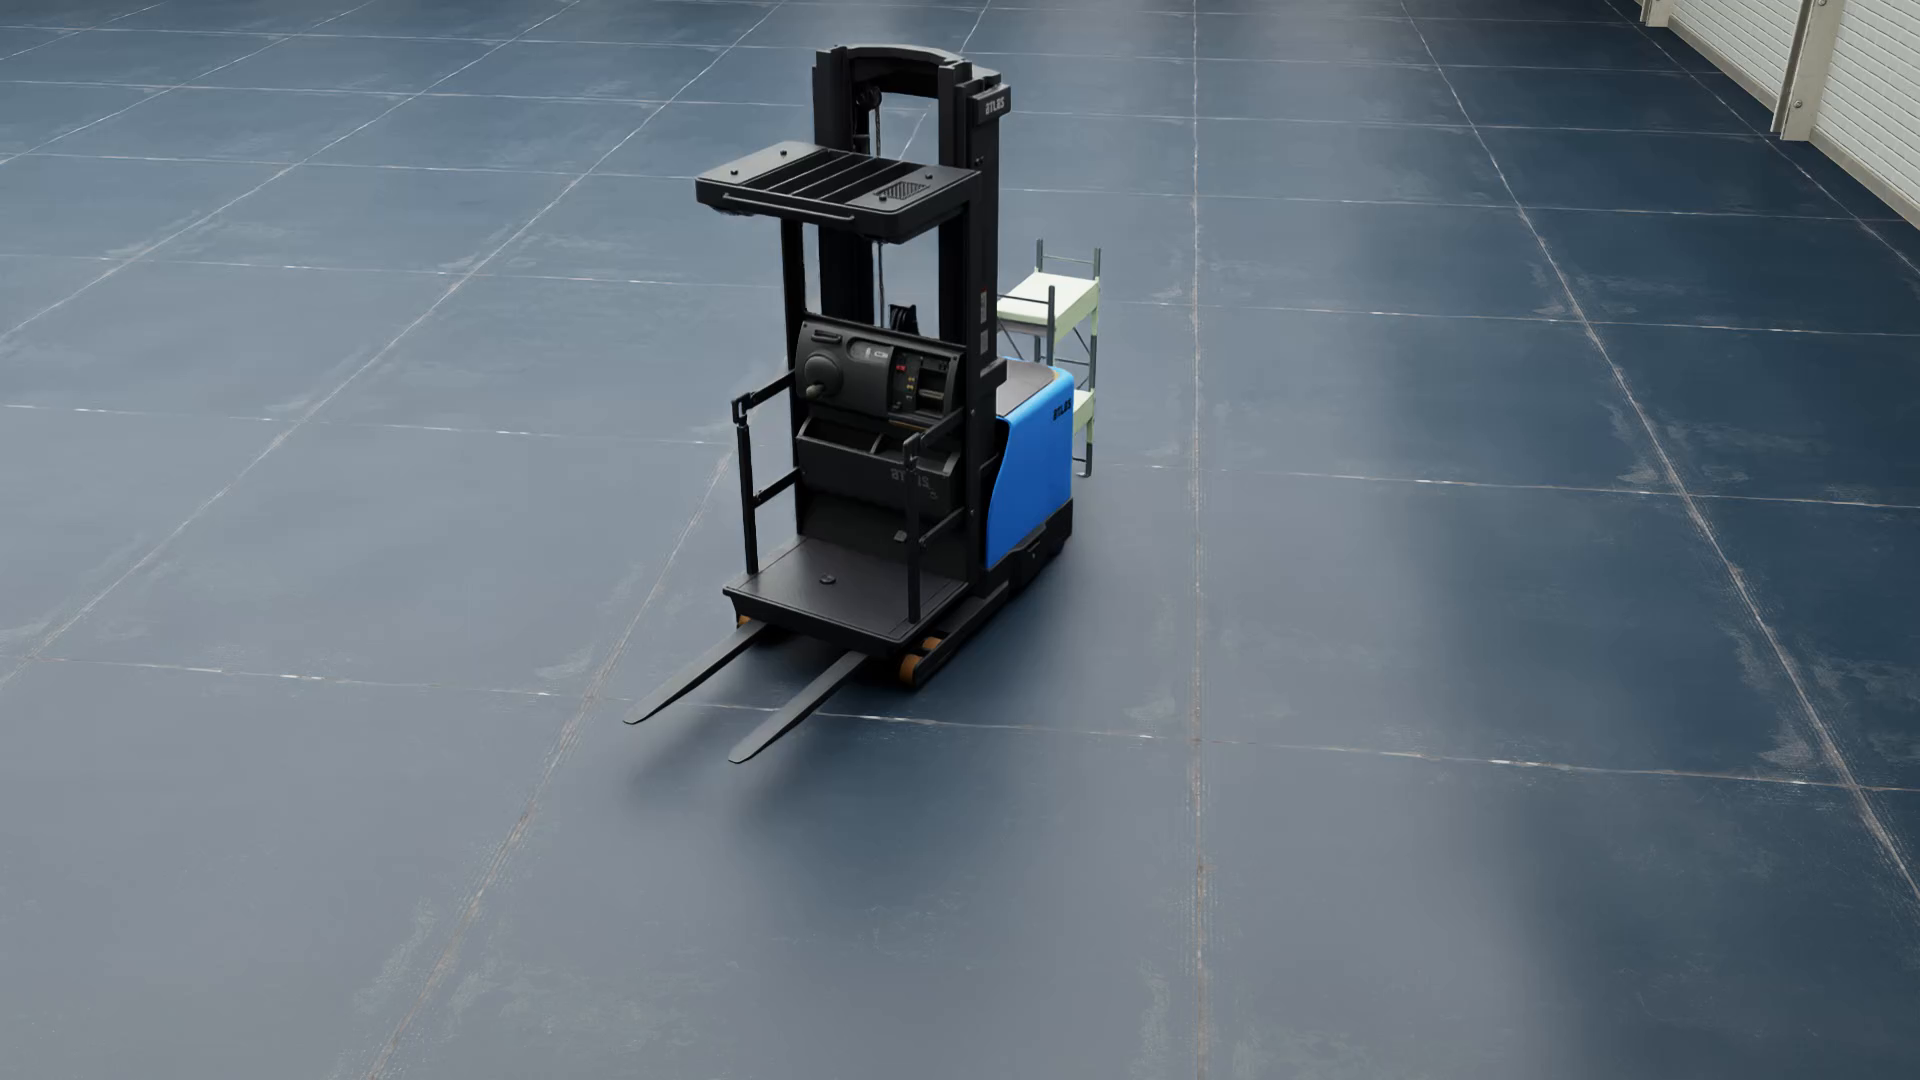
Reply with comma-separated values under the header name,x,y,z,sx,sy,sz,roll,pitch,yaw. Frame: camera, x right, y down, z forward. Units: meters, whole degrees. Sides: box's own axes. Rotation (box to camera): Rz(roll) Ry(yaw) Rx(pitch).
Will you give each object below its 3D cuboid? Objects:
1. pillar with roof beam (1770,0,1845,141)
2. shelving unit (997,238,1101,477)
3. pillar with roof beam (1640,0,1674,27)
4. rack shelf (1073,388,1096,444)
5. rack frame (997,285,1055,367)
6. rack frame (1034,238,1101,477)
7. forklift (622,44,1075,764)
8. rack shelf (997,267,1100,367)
name,x,y,z,sx,sy,sz,roll,pitch,yaw
pillar with roof beam,4.607,-8.534,16.104,9.100,9.000,0.400,3,28,6
shelving unit,0.492,-0.940,9.914,0.431,1.500,0.755,12,31,21
pillar with roof beam,5.342,-11.359,21.346,9.100,9.000,0.400,3,28,6
rack shelf,0.492,-0.653,10.069,0.431,0.370,0.720,12,31,21
rack frame,0.341,-0.782,9.621,0.400,1.500,0.023,12,31,21
rack frame,0.643,-1.099,10.208,0.400,1.500,0.023,12,31,21
forklift,-0.523,-0.796,8.138,1.130,2.935,3.031,15,32,26
rack shelf,0.492,-1.284,9.729,0.431,0.370,0.720,12,31,21
